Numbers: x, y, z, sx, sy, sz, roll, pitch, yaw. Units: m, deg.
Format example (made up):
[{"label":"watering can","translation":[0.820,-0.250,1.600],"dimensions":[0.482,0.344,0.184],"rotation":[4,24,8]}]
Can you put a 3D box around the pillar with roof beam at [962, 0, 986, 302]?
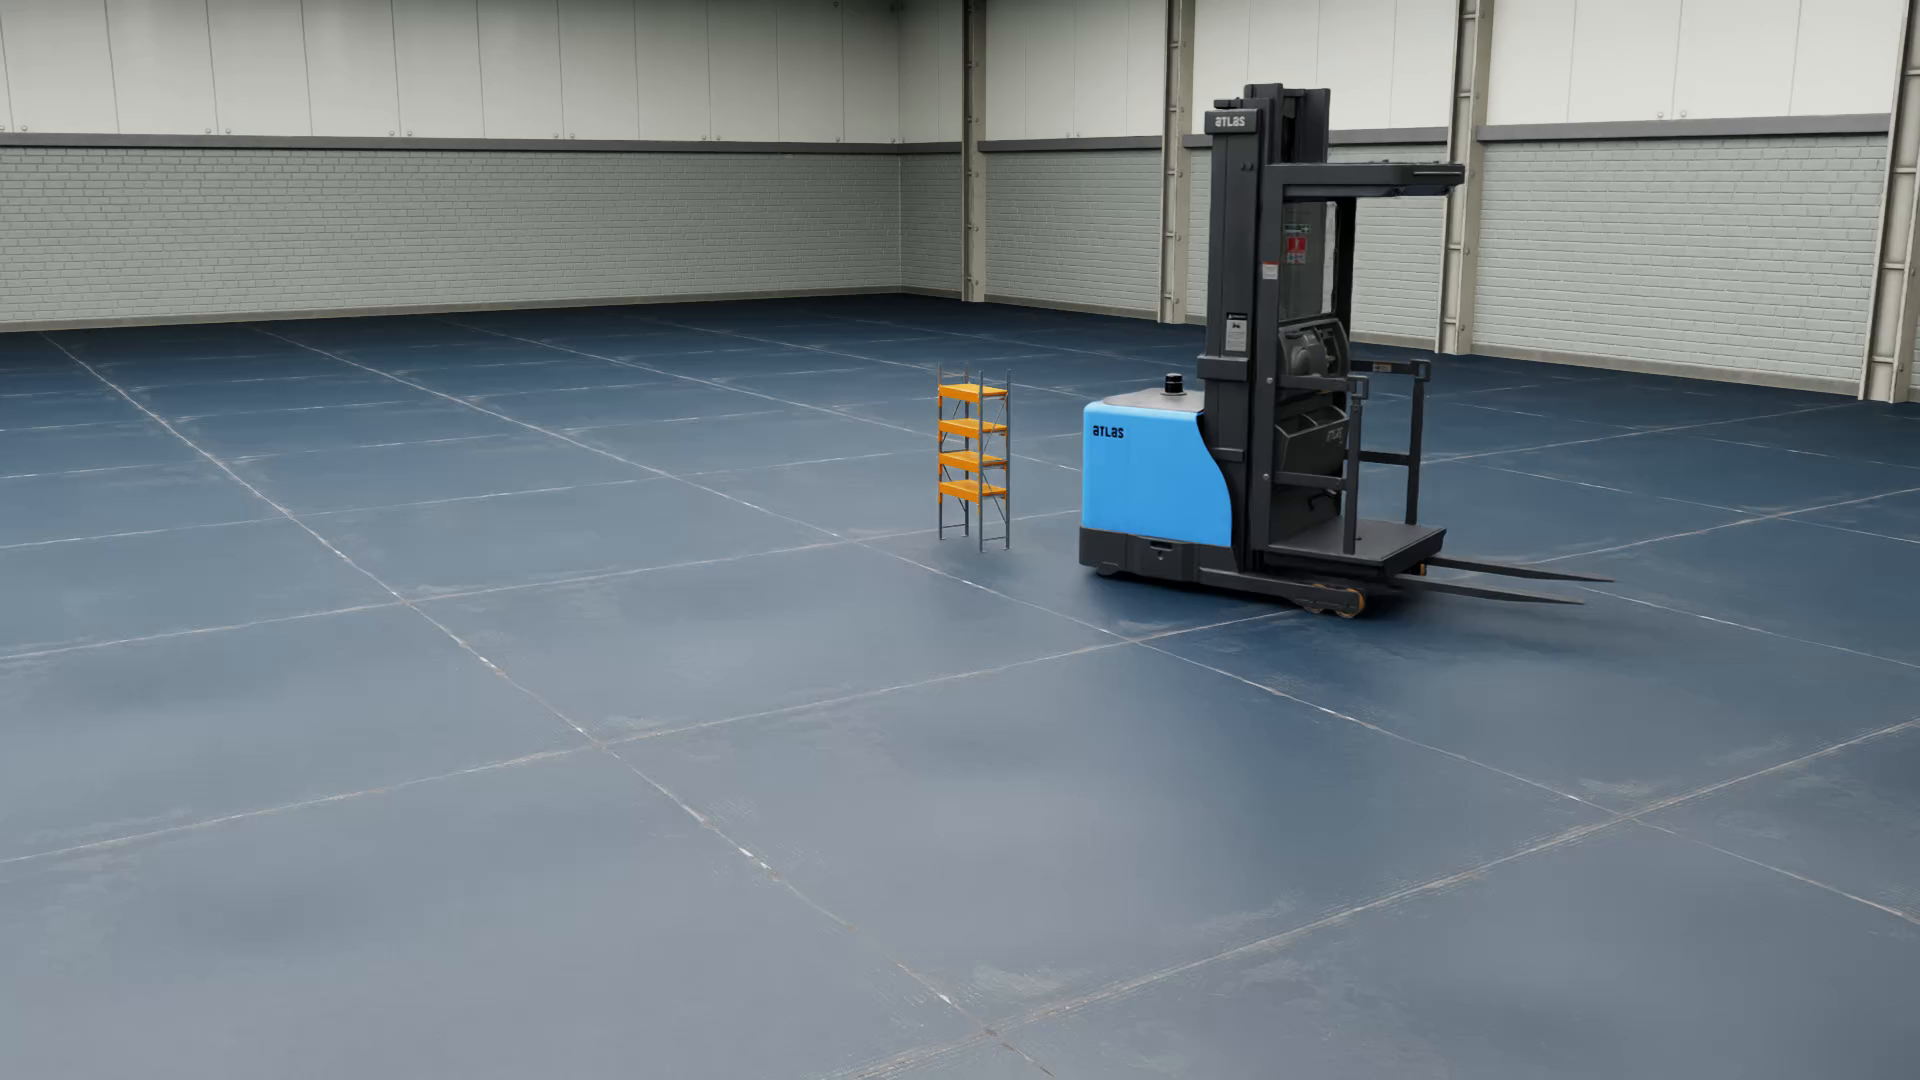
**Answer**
[{"label":"pillar with roof beam","translation":[-3.313,-8.640,29.809],"dimensions":[9.100,9.000,0.400],"rotation":[-8,15,-33]}]

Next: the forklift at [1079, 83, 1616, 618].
[{"label":"forklift","translation":[2.243,-1.122,9.630],"dimensions":[3.031,2.935,1.130],"rotation":[8,15,34]}]

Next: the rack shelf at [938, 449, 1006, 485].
[{"label":"rack shelf","translation":[0.092,-0.491,11.113],"dimensions":[0.258,0.148,0.480],"rotation":[-8,15,-33]}]

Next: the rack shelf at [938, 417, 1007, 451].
[{"label":"rack shelf","translation":[0.092,-0.710,11.066],"dimensions":[0.258,0.148,0.480],"rotation":[-8,15,-33]}]

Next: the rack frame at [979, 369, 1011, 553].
[{"label":"rack frame","translation":[0.227,-0.513,10.901],"dimensions":[0.240,1.200,0.015],"rotation":[-8,15,-33]}]

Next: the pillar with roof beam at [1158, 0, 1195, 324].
[{"label":"pillar with roof beam","translation":[0.011,-7.573,24.929],"dimensions":[9.100,9.000,0.400],"rotation":[-8,15,-33]}]

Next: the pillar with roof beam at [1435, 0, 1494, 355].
[{"label":"pillar with roof beam","translation":[3.336,-6.506,20.050],"dimensions":[9.100,9.000,0.400],"rotation":[-8,15,-33]}]

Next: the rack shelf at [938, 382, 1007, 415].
[{"label":"rack shelf","translation":[0.092,-0.941,11.015],"dimensions":[0.258,0.148,0.480],"rotation":[-8,15,-33]}]

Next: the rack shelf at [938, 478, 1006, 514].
[{"label":"rack shelf","translation":[0.092,-0.297,11.156],"dimensions":[0.258,0.148,0.480],"rotation":[-8,15,-33]}]

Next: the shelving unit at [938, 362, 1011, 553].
[{"label":"shelving unit","translation":[0.092,-0.557,11.099],"dimensions":[0.258,1.200,0.503],"rotation":[-8,15,-33]}]

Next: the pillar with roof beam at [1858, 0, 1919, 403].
[{"label":"pillar with roof beam","translation":[6.660,-5.439,15.170],"dimensions":[9.100,9.000,0.400],"rotation":[-8,15,-33]}]

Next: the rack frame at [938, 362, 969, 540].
[{"label":"rack frame","translation":[-0.043,-0.600,11.297],"dimensions":[0.240,1.200,0.015],"rotation":[-8,15,-33]}]
